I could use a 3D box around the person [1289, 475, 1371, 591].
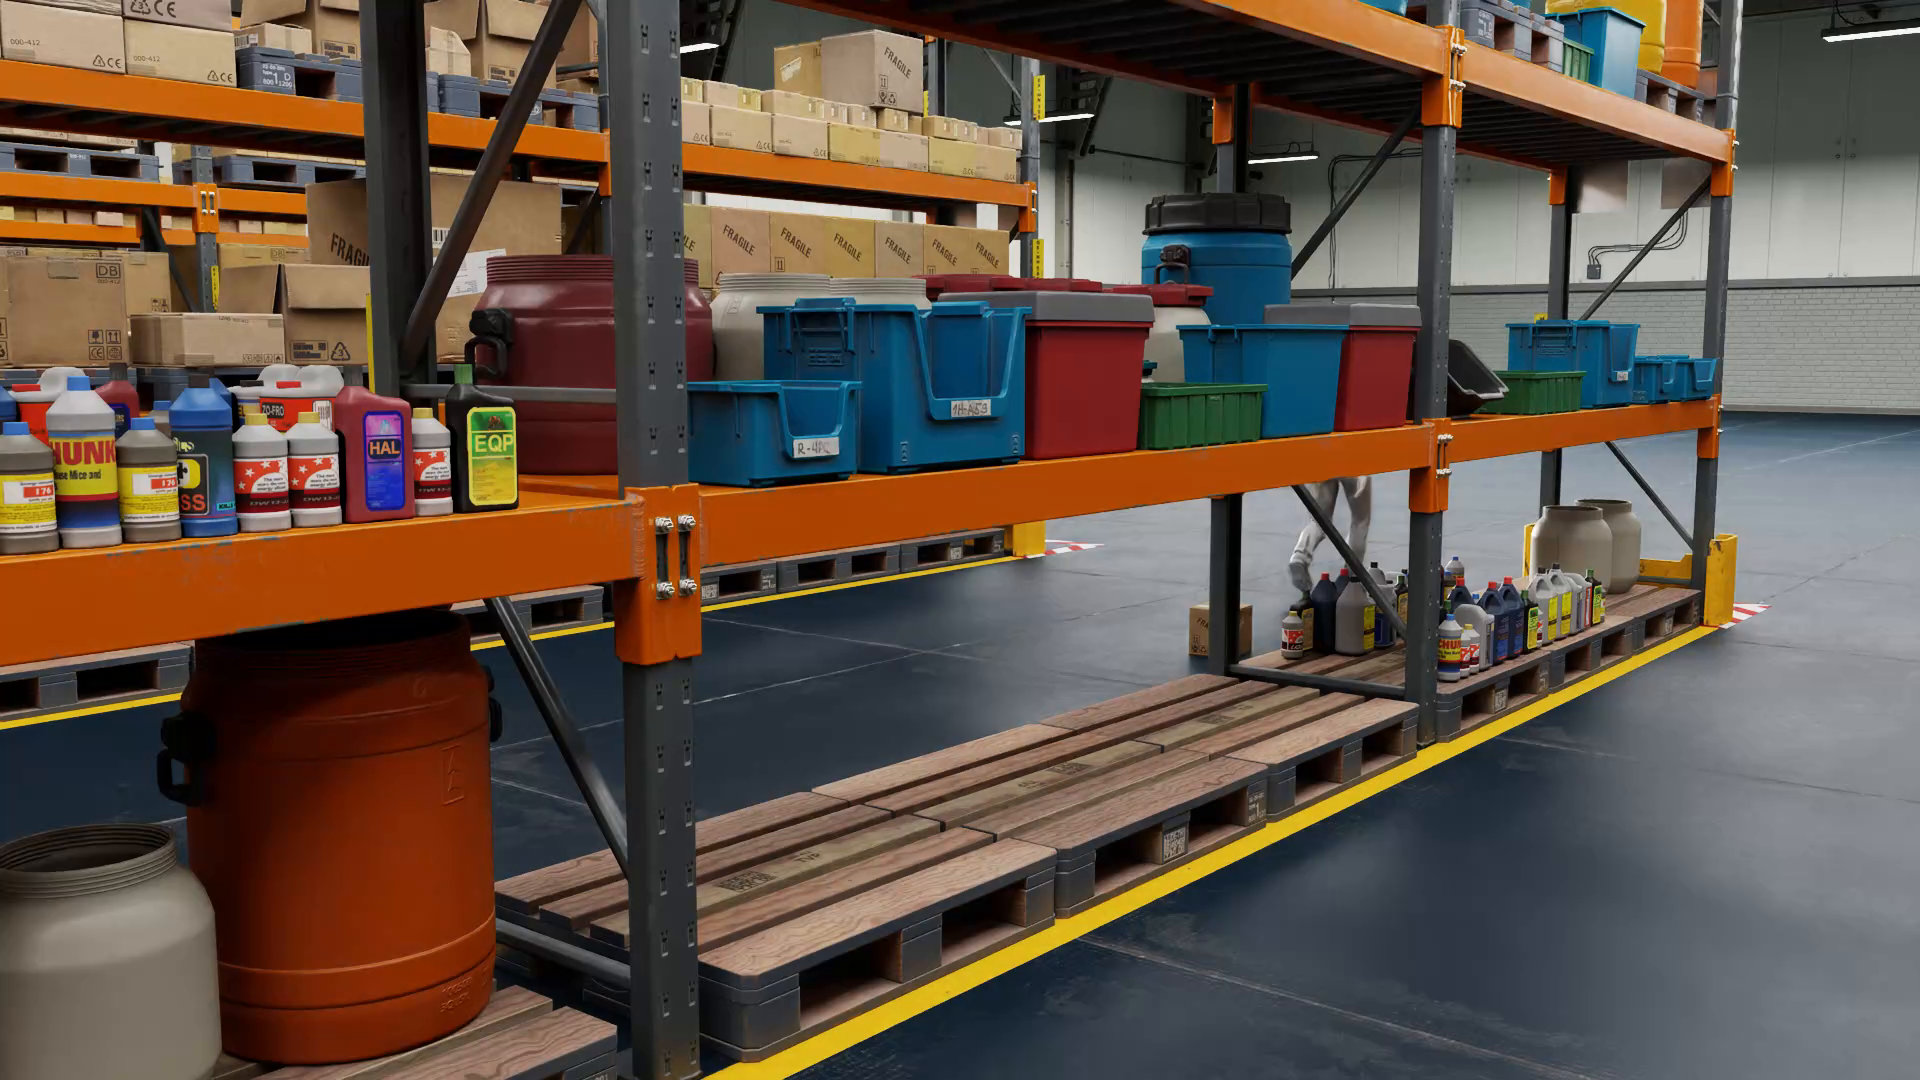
[{"bbox_3d":[2.361,-0.457,10.393,0.506,1.648,0.840,5,8,36],"label":"person"}]
